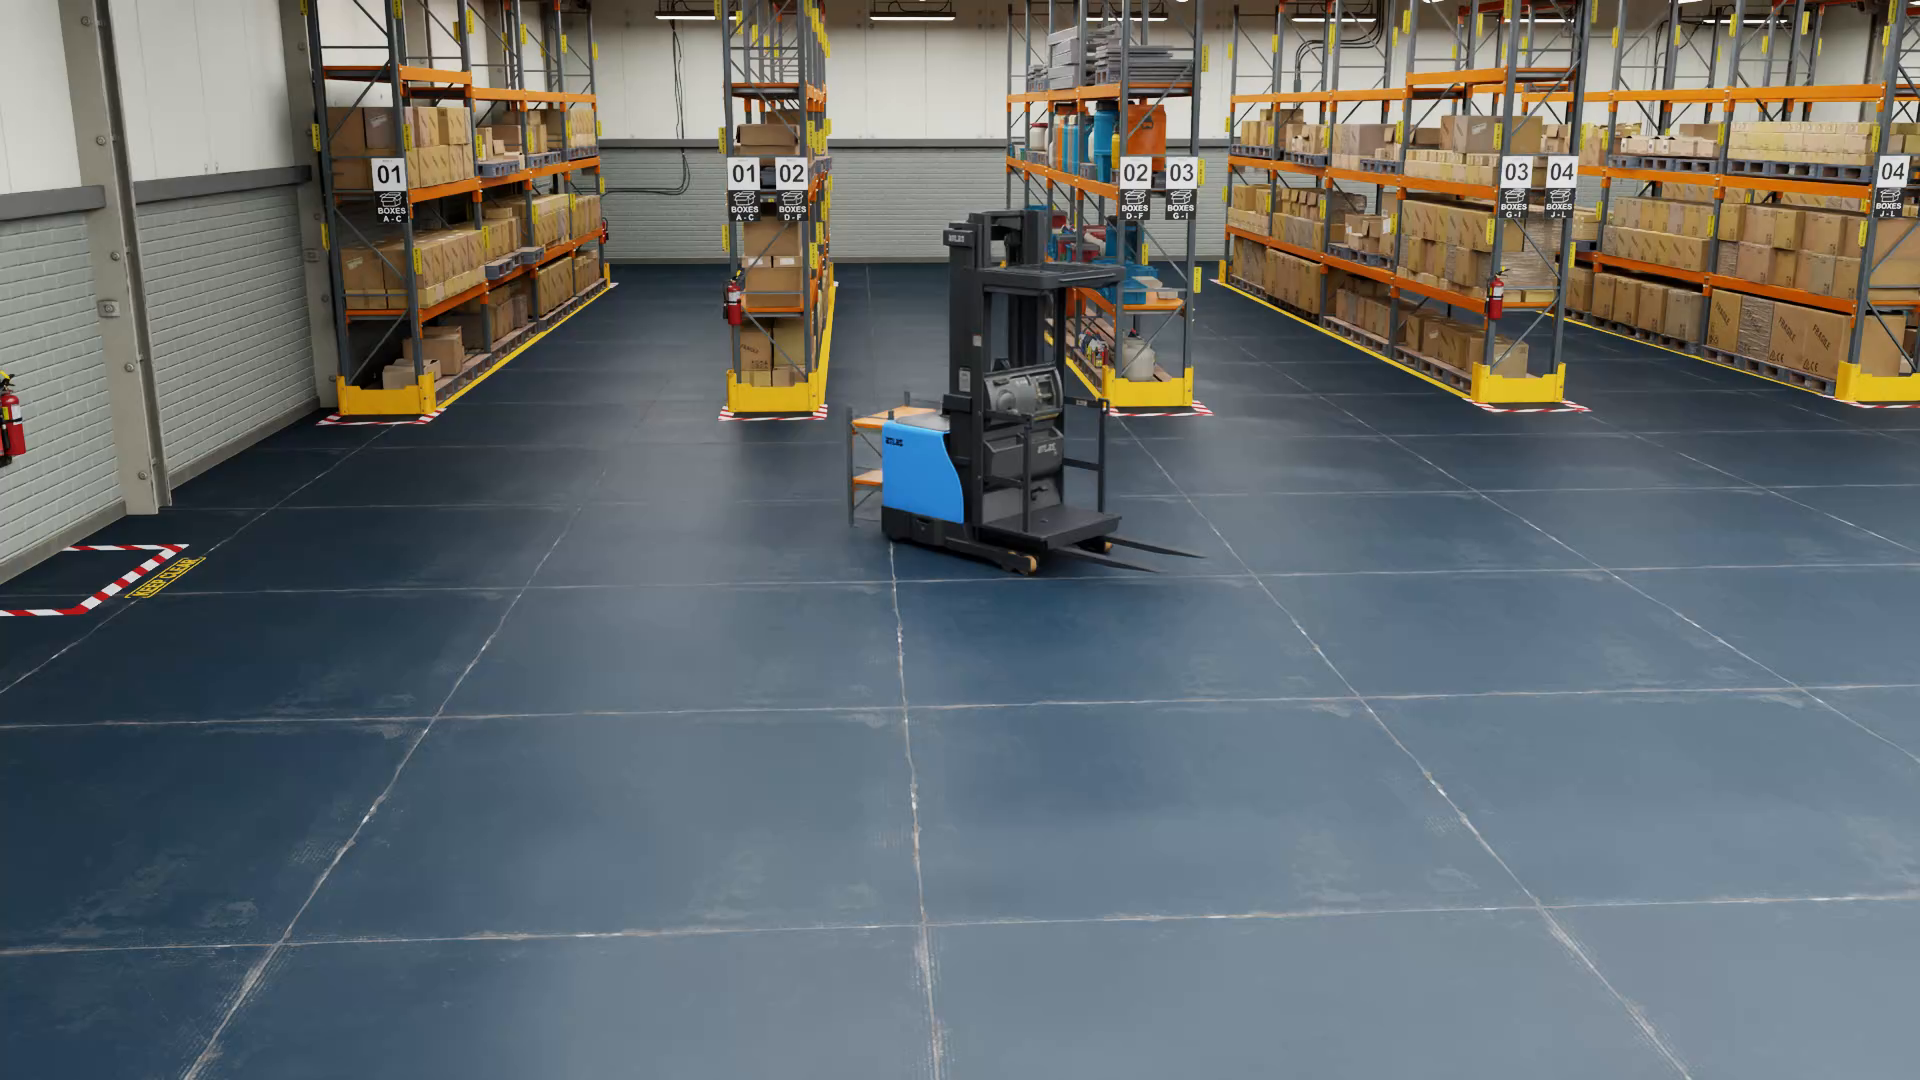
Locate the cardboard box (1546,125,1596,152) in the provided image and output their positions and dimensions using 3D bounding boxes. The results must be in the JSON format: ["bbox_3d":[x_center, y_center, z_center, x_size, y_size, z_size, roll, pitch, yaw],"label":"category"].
[{"bbox_3d":[11.645,-7.665,31.728,0.797,0.503,0.637,-1,14,-4],"label":"cardboard box"}]

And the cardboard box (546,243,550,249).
[{"bbox_3d":[-7.755,-5.424,30.553,0.380,0.149,0.250,-1,14,-3],"label":"cardboard box"}]

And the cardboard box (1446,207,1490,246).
[{"bbox_3d":[7.122,-4.368,23.178,0.500,0.500,0.500,-1,14,-3],"label":"cardboard box"}]

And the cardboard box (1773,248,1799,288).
[{"bbox_3d":[12.317,-3.934,23.995,0.875,0.550,0.500,-1,14,-3],"label":"cardboard box"}]

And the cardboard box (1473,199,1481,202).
[{"bbox_3d":[11.299,-7.035,35.552,0.500,0.500,0.500,-1,14,-5],"label":"cardboard box"}]

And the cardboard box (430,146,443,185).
[{"bbox_3d":[-7.169,-4.941,21.949,0.500,0.500,0.500,0,14,-1],"label":"cardboard box"}]

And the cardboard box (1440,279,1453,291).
[{"bbox_3d":[7.046,-3.627,23.607,0.380,0.149,0.250,-1,14,-3],"label":"cardboard box"}]

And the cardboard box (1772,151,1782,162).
[{"bbox_3d":[11.941,-5.526,23.924,0.380,0.149,0.250,-1,14,-3],"label":"cardboard box"}]

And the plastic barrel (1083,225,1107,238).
[{"bbox_3d":[2.360,-5.178,28.857,0.600,0.536,0.708,-1,14,-3],"label":"plastic barrel"}]

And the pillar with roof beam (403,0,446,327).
[{"bbox_3d":[-4.346,-7.705,26.912,9.100,9.000,0.400,-1,14,-3],"label":"pillar with roof beam"}]

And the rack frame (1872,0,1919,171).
[{"bbox_3d":[12.424,-6.266,21.321,1.000,3.000,0.127,-1,14,-3],"label":"rack frame"}]

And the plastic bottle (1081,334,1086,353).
[{"bbox_3d":[1.906,-2.956,25.077,0.152,0.276,0.135,0,14,-1],"label":"plastic bottle"}]

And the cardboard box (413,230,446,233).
[{"bbox_3d":[-7.791,-4.255,24.299,0.500,0.500,0.500,-1,14,-5],"label":"cardboard box"}]

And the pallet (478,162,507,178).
[{"bbox_3d":[-7.544,-5.592,25.096,1.213,0.211,1.003,-1,14,-3],"label":"pallet"}]

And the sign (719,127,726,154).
[{"bbox_3d":[-2.962,-4.996,20.785,0.100,0.325,0.005,-1,14,-3],"label":"sign"}]

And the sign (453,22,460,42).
[{"bbox_3d":[-8.413,-8.494,27.789,0.100,0.325,0.005,-1,14,-3],"label":"sign"}]

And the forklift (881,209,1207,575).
[{"bbox_3d":[0.702,-1.273,14.092,3.031,2.935,1.130,13,20,42],"label":"forklift"}]

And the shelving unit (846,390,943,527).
[{"bbox_3d":[-0.570,-0.765,15.744,0.538,1.125,1.048,8,17,29],"label":"shelving unit"}]

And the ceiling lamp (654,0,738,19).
[{"bbox_3d":[-6.001,-13.498,37.714,2.000,3.185,0.800,-1,14,-3],"label":"ceiling lamp"}]

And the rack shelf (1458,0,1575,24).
[{"bbox_3d":[11.557,-11.009,34.529,1.077,0.370,4.000,-1,14,-3],"label":"rack shelf"}]

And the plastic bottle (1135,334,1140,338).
[{"bbox_3d":[2.636,-2.874,24.610,0.144,0.351,0.185,-1,14,-4],"label":"plastic bottle"}]

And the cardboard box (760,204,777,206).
[{"bbox_3d":[-2.601,-4.593,24.053,0.700,0.500,0.500,-1,14,-4],"label":"cardboard box"}]

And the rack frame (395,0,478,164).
[{"bbox_3d":[-7.612,-6.980,24.096,1.000,3.000,0.127,-1,14,-3],"label":"rack frame"}]

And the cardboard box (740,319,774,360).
[{"bbox_3d":[-2.827,-2.769,22.941,0.500,0.500,0.500,-1,14,-3],"label":"cardboard box"}]

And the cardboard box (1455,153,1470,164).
[{"bbox_3d":[7.066,-5.270,22.972,0.380,0.149,0.250,-2,15,-6],"label":"cardboard box"}]

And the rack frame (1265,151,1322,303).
[{"bbox_3d":[6.724,-6.294,33.468,1.000,3.000,0.127,-1,14,-3],"label":"rack frame"}]

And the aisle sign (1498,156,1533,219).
[{"bbox_3d":[7.172,-4.548,21.467,0.394,0.787,0.004,-1,14,-3],"label":"aisle sign"}]

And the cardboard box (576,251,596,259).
[{"bbox_3d":[-8.006,-6.101,35.590,0.380,0.149,0.250,0,14,-2],"label":"cardboard box"}]

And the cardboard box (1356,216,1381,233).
[{"bbox_3d":[7.180,-5.280,28.483,0.700,0.500,0.500,1,14,5],"label":"cardboard box"}]

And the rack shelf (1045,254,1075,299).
[{"bbox_3d":[2.152,-4.377,27.461,1.077,0.370,4.000,-1,14,-3],"label":"rack shelf"}]

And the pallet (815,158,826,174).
[{"bbox_3d":[-2.712,-6.063,26.929,1.003,0.211,1.213,0,14,-1],"label":"pallet"}]

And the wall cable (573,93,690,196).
[{"bbox_3d":[-8.349,-9.873,41.570,3.097,2.526,0.112,-1,14,-3],"label":"wall cable"}]

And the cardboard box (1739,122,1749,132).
[{"bbox_3d":[11.877,-6.165,24.809,0.380,0.149,0.250,-1,14,-4],"label":"cardboard box"}]

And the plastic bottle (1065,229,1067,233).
[{"bbox_3d":[2.058,-5.839,31.959,0.097,0.271,0.097,0,14,0],"label":"plastic bottle"}]

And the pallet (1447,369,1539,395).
[{"bbox_3d":[7.448,-2.180,23.077,1.003,0.211,1.213,-1,14,-3],"label":"pallet"}]

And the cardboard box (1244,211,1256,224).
[{"bbox_3d":[6.340,-6.853,35.344,0.500,0.250,0.500,-1,14,-5],"label":"cardboard box"}]

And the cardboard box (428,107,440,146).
[{"bbox_3d":[-7.169,-5.427,21.833,0.500,0.500,0.500,0,14,-2],"label":"cardboard box"}]

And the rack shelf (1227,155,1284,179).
[{"bbox_3d":[6.600,-7.895,35.117,1.077,0.370,4.000,-1,14,-3],"label":"rack shelf"}]

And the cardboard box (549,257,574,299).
[{"bbox_3d":[-7.937,-5.067,32.171,0.750,0.750,0.750,-1,14,-3],"label":"cardboard box"}]

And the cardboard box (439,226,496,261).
[{"bbox_3d":[-7.637,-4.602,25.811,0.700,0.500,0.500,1,14,2],"label":"cardboard box"}]

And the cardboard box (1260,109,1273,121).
[{"bbox_3d":[6.591,-8.902,34.837,0.500,0.250,0.500,-1,14,-5],"label":"cardboard box"}]

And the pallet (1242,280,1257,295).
[{"bbox_3d":[6.676,-5.438,35.737,1.003,0.211,1.213,-1,14,-3],"label":"pallet"}]

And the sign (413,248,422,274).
[{"bbox_3d":[-6.822,-3.508,20.902,0.100,0.325,0.005,-1,14,-3],"label":"sign"}]

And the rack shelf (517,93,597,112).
[{"bbox_3d":[-8.231,-8.925,33.901,1.077,0.370,4.000,-1,14,-3],"label":"rack shelf"}]

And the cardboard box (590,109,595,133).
[{"bbox_3d":[-8.038,-8.876,35.238,0.500,0.500,0.500,-1,14,-4],"label":"cardboard box"}]

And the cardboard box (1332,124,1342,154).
[{"bbox_3d":[6.744,-6.921,28.683,0.500,0.500,0.500,-1,14,-3],"label":"cardboard box"}]

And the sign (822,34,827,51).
[{"bbox_3d":[-2.610,-9.586,32.032,0.100,0.325,0.005,-1,14,-3],"label":"sign"}]

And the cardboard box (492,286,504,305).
[{"bbox_3d":[-7.753,-3.986,27.129,0.500,0.250,0.500,-1,14,-4],"label":"cardboard box"}]

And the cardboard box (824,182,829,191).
[{"bbox_3d":[-3.040,-7.308,35.204,0.500,0.500,0.500,0,14,-2],"label":"cardboard box"}]

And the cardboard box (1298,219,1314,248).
[{"bbox_3d":[6.634,-5.719,31.035,0.500,0.500,0.500,-1,14,-5],"label":"cardboard box"}]

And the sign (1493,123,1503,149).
[{"bbox_3d":[6.912,-5.187,21.371,0.100,0.325,0.005,-1,14,-3],"label":"sign"}]

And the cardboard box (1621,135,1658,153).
[{"bbox_3d":[11.754,-6.828,28.661,0.500,0.311,0.500,-1,14,-3],"label":"cardboard box"}]

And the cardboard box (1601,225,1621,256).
[{"bbox_3d":[11.687,-5.283,29.339,0.500,0.500,0.500,-1,14,-3],"label":"cardboard box"}]

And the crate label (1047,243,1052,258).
[{"bbox_3d":[1.680,-5.031,28.895,0.303,0.233,0.416,-1,14,-3],"label":"crate label"}]
